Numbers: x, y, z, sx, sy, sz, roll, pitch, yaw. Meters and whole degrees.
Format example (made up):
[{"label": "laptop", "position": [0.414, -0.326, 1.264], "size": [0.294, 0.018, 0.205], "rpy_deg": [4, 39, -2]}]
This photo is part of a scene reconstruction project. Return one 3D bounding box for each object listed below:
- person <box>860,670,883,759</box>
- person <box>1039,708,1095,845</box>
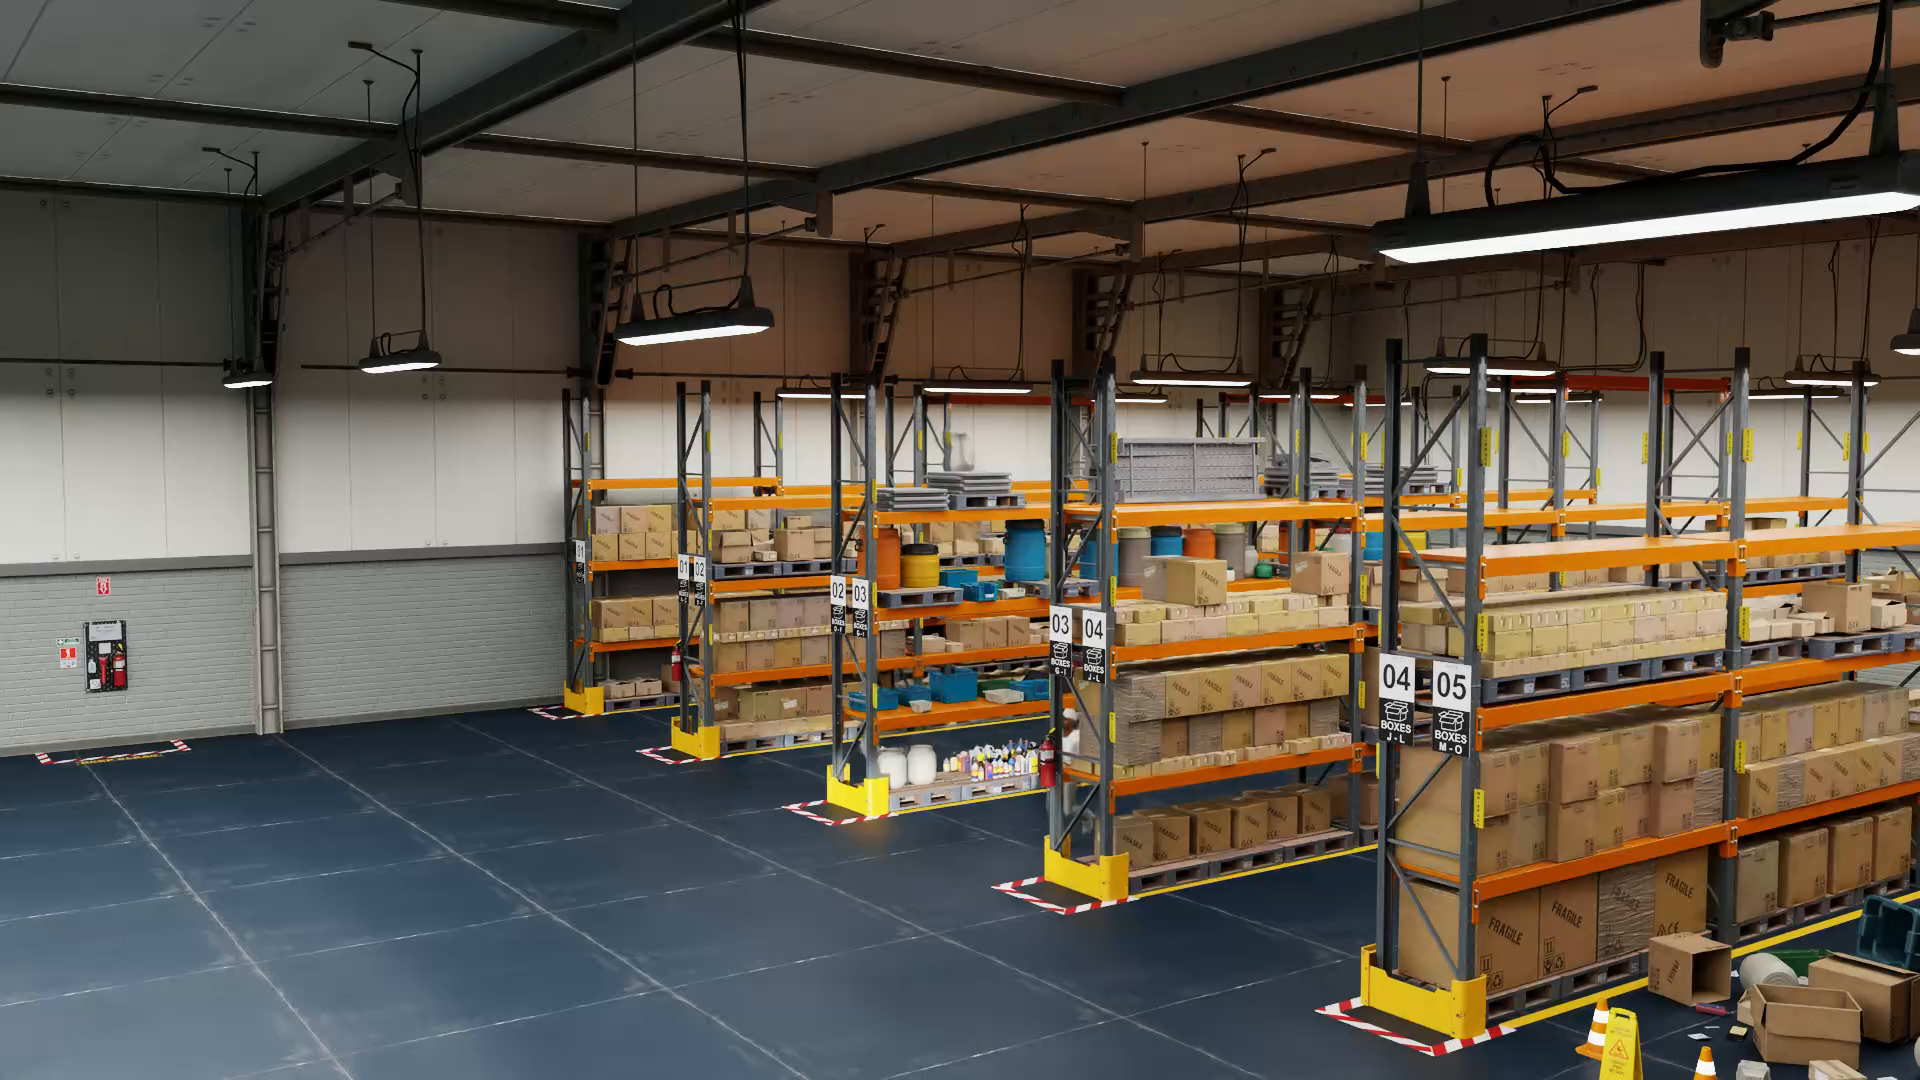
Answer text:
[{"label": "person", "position": [-1.325, 2.756, 24.857], "size": [0.555, 1.631, 0.558], "rpy_deg": [-3, 5, -39]}, {"label": "person", "position": [1.341, 2.963, 20.869], "size": [0.753, 1.726, 0.707], "rpy_deg": [-3, 5, -42]}]
